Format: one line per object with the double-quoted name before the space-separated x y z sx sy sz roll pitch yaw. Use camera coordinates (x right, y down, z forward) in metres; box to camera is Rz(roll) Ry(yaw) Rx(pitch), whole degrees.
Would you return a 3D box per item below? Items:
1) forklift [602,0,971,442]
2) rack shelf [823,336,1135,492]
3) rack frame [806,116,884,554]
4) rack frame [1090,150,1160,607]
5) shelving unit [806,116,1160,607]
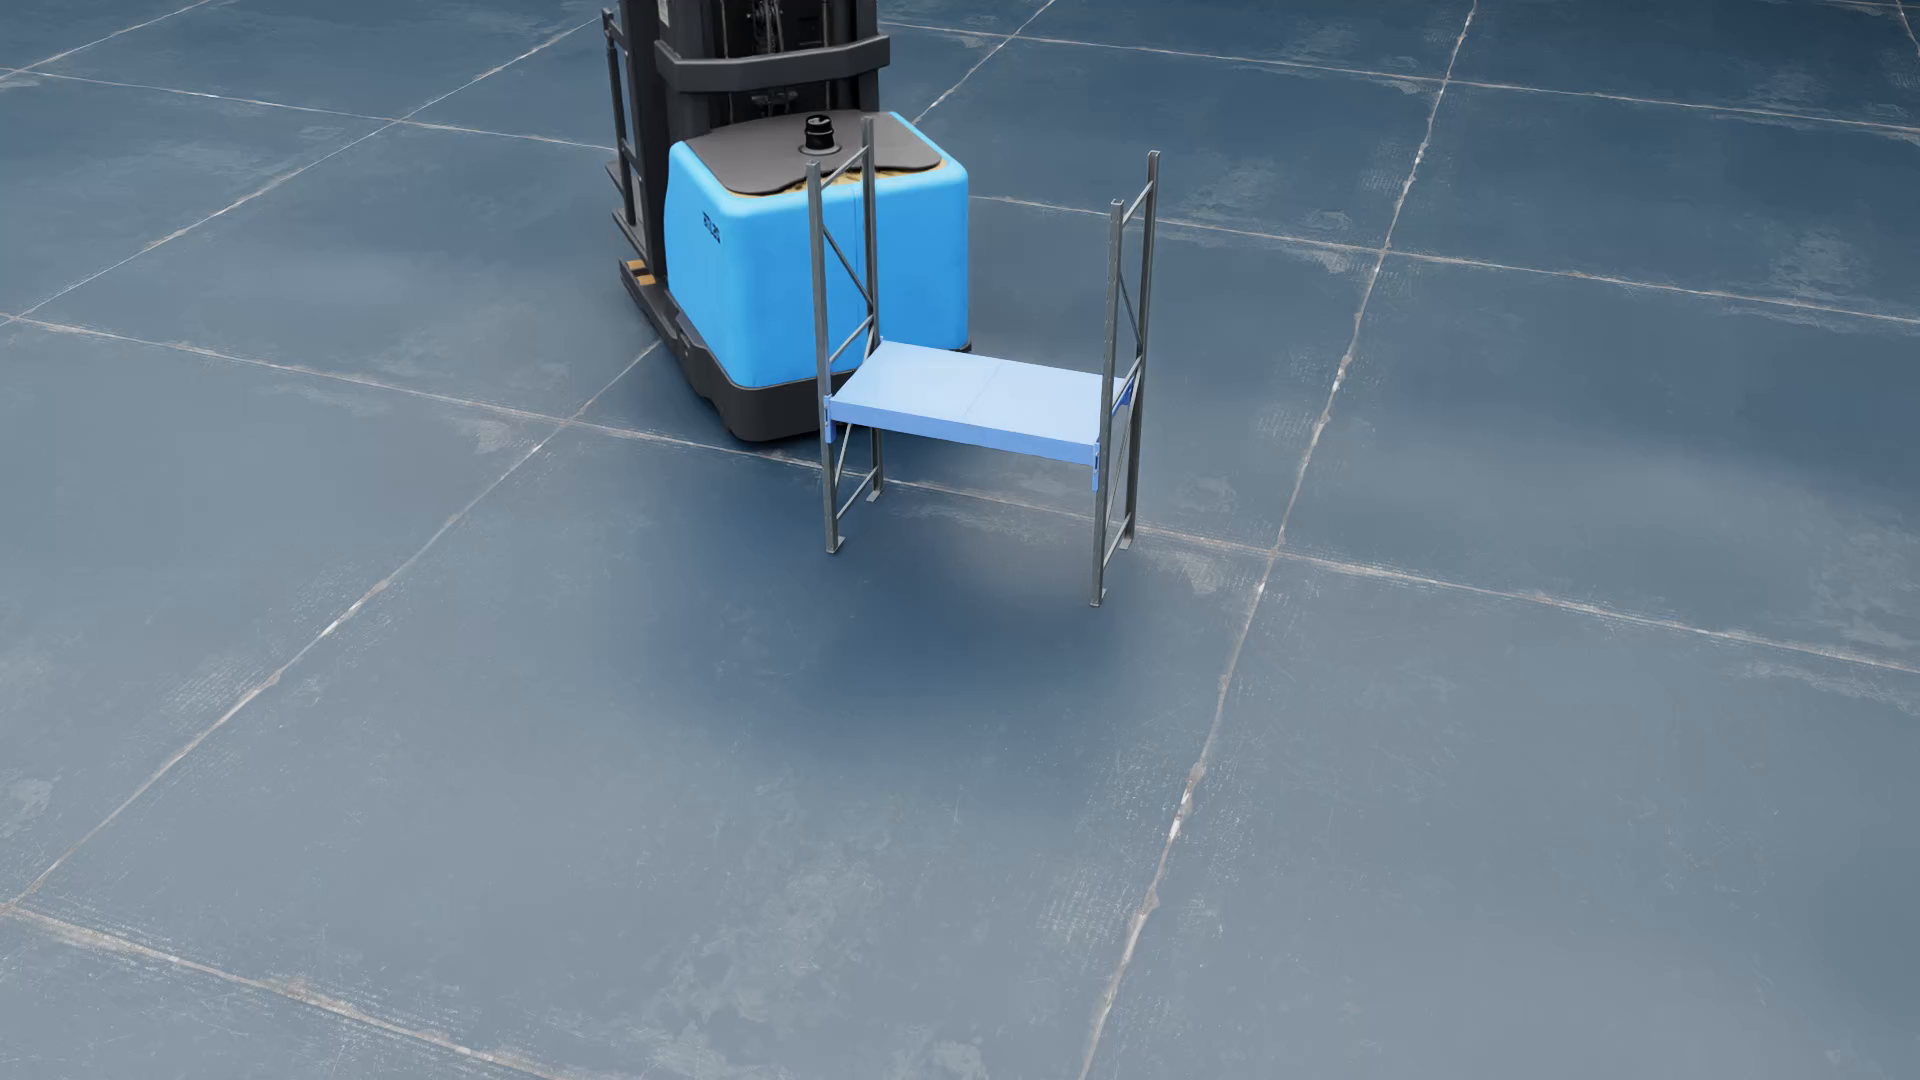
"forklift" -1.007 -2.416 7.291 1.130 2.935 3.031 -13 35 -20
"rack shelf" 0.080 -0.463 5.917 1.000 0.185 0.538 11 34 16
"rack frame" -0.398 -0.708 5.963 0.032 1.500 0.500 11 34 16
"rack frame" 0.559 -0.521 5.675 0.032 1.500 0.500 11 34 16
"shelving unit" 0.080 -0.614 5.819 1.048 1.500 0.538 11 34 16
